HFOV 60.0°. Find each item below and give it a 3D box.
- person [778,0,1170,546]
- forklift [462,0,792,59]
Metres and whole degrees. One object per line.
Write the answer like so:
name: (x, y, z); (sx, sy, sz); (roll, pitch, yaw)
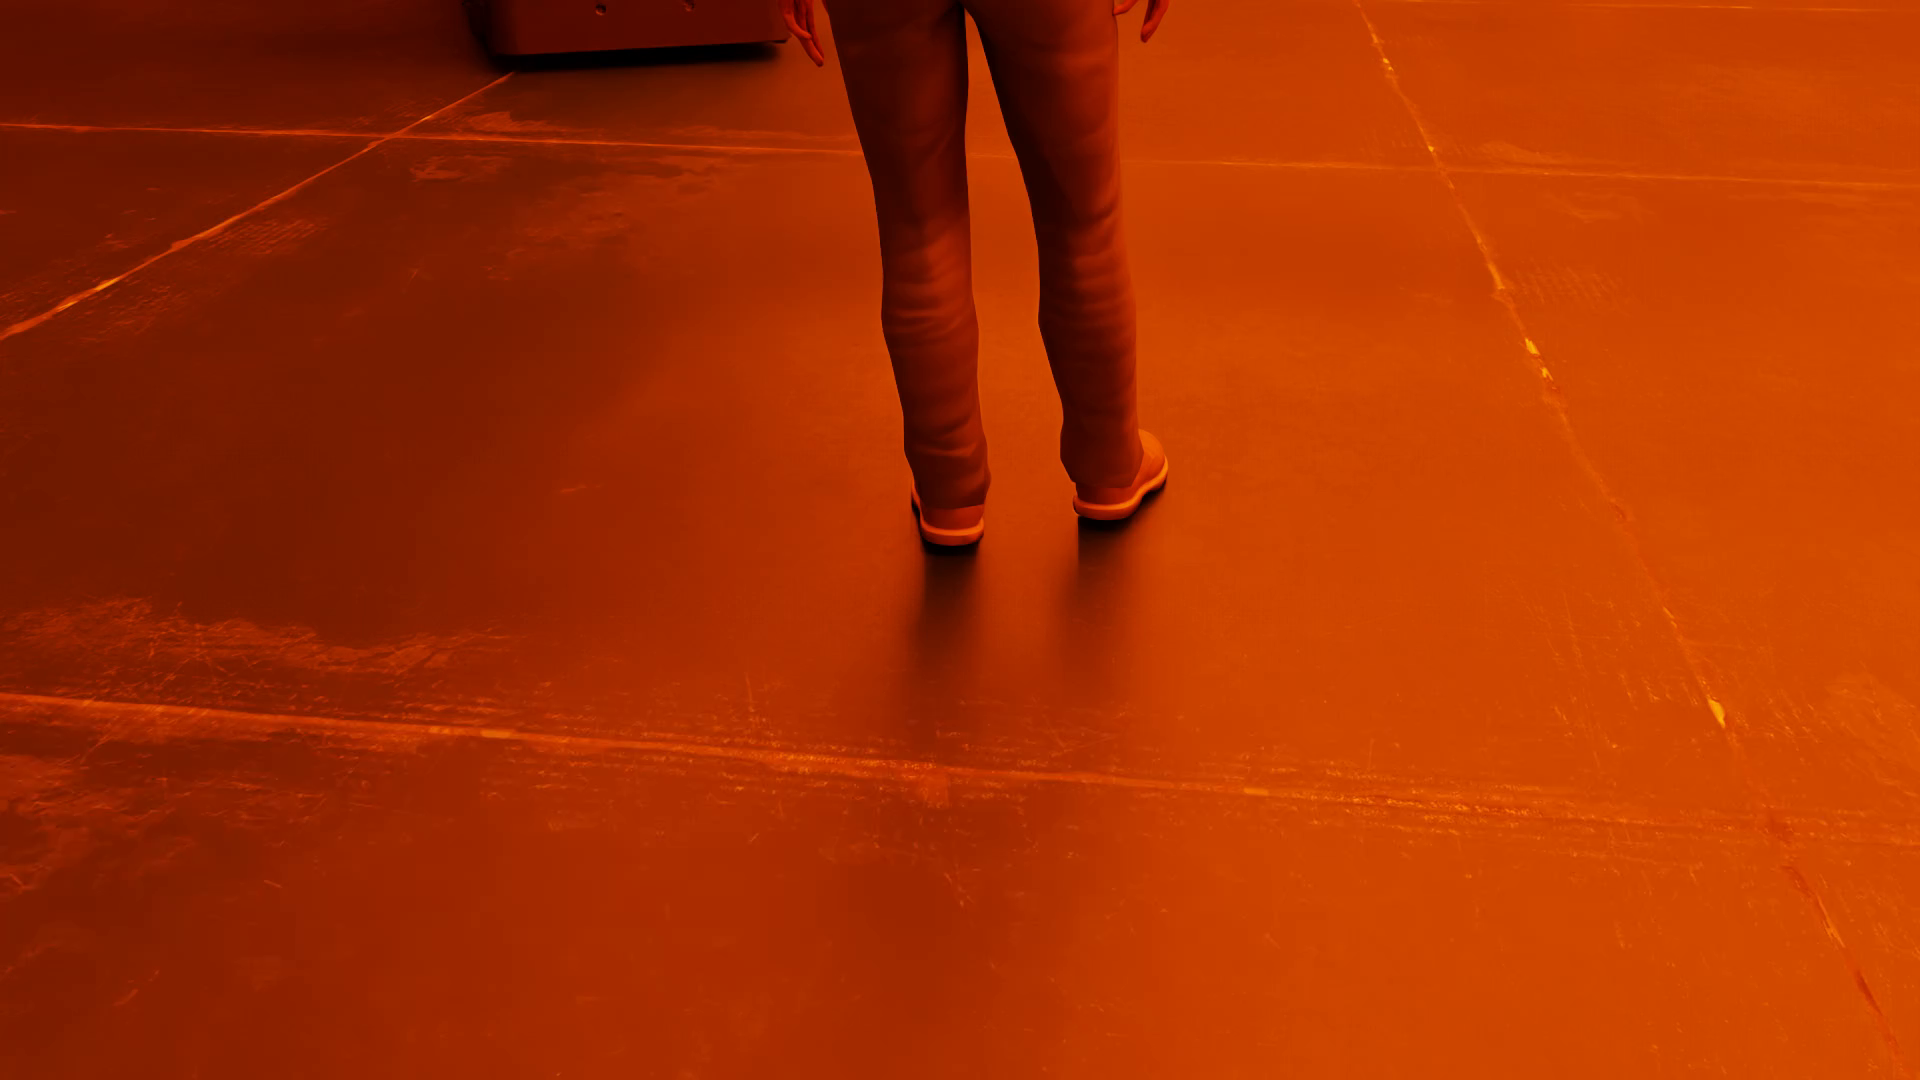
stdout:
person: (0.032, -0.784, 2.203); (0.569, 1.654, 0.504); (3, 27, 7)
forklift: (-1.531, -3.589, 6.410); (1.130, 2.935, 3.031); (-8, 28, -16)
